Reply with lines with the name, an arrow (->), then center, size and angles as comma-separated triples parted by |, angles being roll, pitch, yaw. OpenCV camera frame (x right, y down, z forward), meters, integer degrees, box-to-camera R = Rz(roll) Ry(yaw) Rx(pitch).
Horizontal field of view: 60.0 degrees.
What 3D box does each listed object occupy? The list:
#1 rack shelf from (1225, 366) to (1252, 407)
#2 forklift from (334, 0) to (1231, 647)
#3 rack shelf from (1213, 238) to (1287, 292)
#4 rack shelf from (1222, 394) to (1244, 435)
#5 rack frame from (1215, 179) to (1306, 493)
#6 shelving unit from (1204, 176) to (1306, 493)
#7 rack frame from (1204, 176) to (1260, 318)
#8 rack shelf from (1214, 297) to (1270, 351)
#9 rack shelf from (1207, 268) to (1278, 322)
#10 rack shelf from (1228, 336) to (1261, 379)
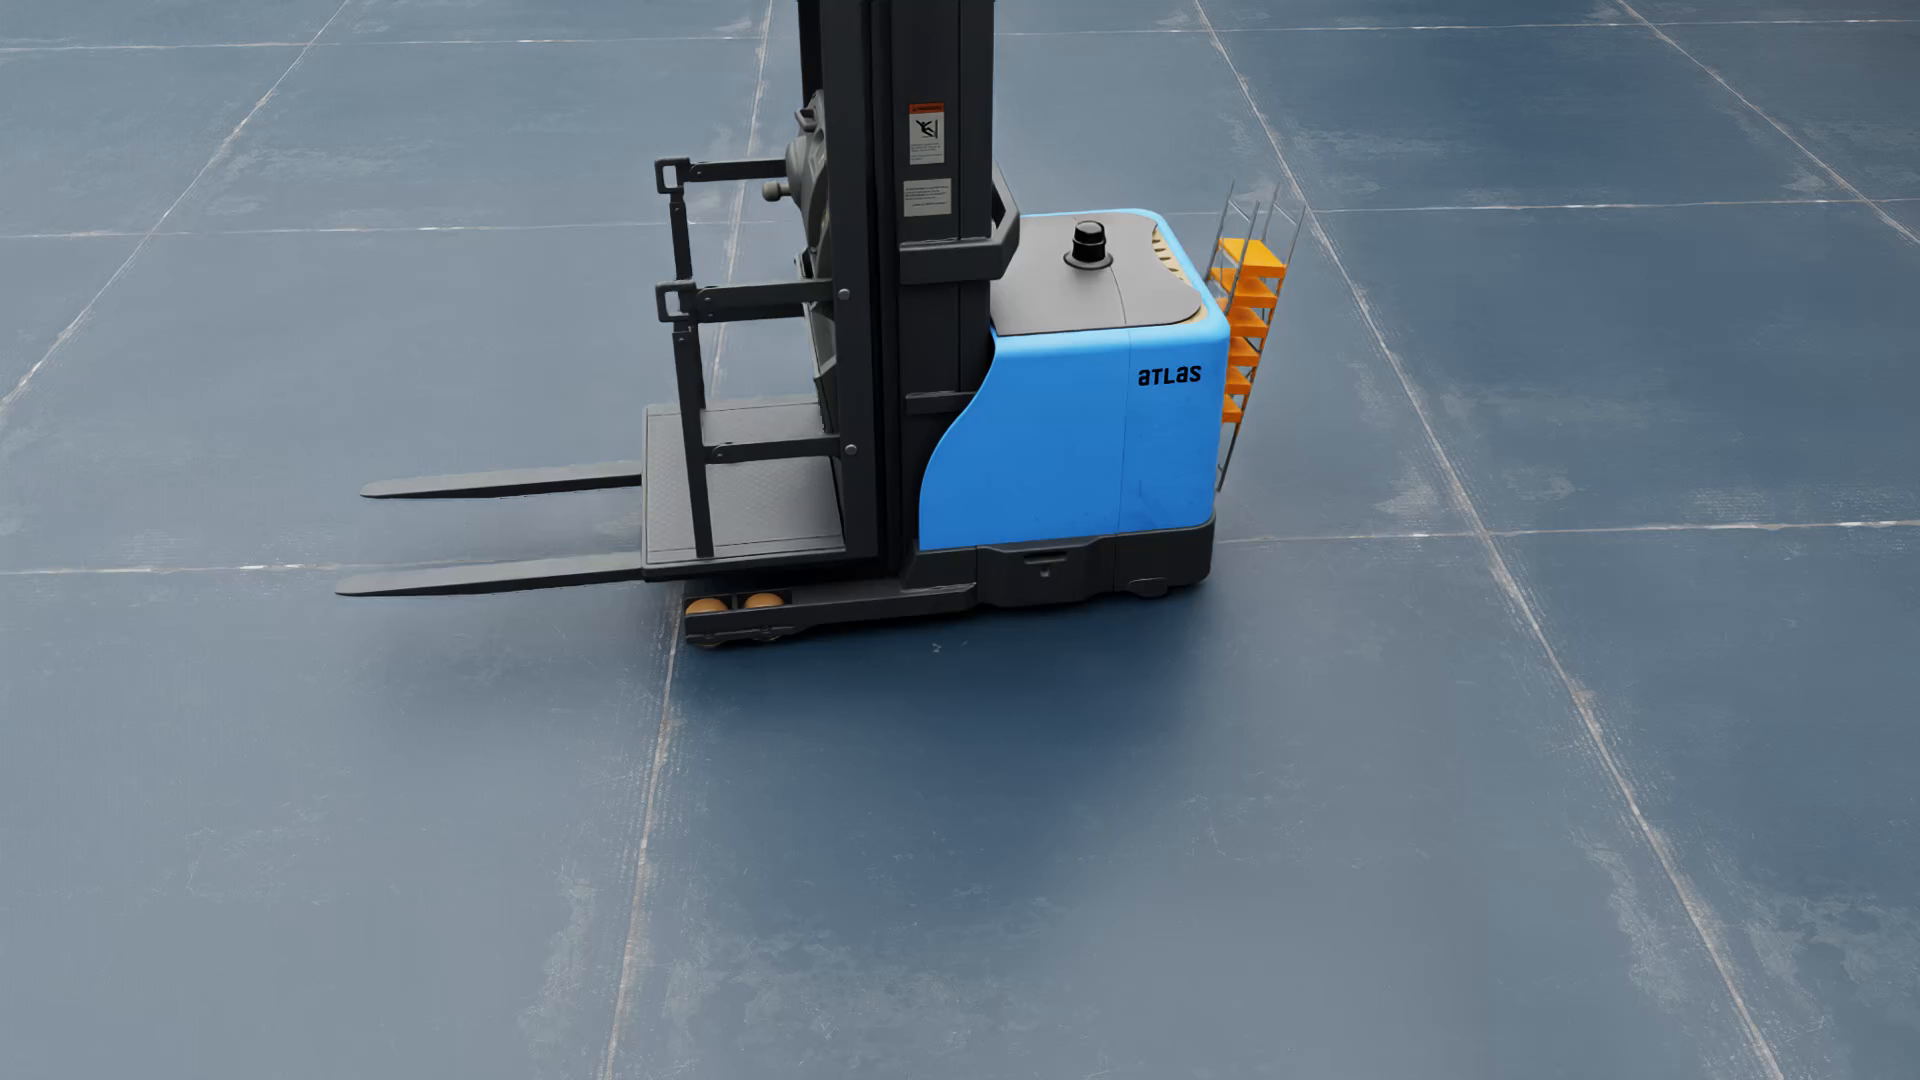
rack shelf -> 0.975, -0.614, 6.353 | 0.180, 0.103, 0.258 | 0, 33, -18
forklift -> -0.663, -1.161, 5.352 | 3.031, 2.935, 1.130 | -5, 35, -7
rack shelf -> 1.058, -1.015, 6.103 | 0.180, 0.103, 0.258 | 0, 33, -18
rack shelf -> 0.954, -0.514, 6.416 | 0.180, 0.103, 0.258 | 0, 33, -18
rack frame -> 1.090, -0.751, 6.296 | 0.006, 1.200, 0.240 | 0, 33, -18
shelving unit -> 1.003, -0.752, 6.267 | 0.189, 1.200, 0.258 | 0, 33, -18
rack frame -> 0.916, -0.752, 6.239 | 0.006, 1.200, 0.240 | 0, 33, -18
rack shelf -> 1.016, -0.815, 6.228 | 0.180, 0.103, 0.258 | 0, 33, -18
rack shelf -> 1.037, -0.915, 6.165 | 0.180, 0.103, 0.258 | 0, 33, -18
rack shelf -> 0.995, -0.714, 6.291 | 0.180, 0.103, 0.258 | 0, 33, -18
